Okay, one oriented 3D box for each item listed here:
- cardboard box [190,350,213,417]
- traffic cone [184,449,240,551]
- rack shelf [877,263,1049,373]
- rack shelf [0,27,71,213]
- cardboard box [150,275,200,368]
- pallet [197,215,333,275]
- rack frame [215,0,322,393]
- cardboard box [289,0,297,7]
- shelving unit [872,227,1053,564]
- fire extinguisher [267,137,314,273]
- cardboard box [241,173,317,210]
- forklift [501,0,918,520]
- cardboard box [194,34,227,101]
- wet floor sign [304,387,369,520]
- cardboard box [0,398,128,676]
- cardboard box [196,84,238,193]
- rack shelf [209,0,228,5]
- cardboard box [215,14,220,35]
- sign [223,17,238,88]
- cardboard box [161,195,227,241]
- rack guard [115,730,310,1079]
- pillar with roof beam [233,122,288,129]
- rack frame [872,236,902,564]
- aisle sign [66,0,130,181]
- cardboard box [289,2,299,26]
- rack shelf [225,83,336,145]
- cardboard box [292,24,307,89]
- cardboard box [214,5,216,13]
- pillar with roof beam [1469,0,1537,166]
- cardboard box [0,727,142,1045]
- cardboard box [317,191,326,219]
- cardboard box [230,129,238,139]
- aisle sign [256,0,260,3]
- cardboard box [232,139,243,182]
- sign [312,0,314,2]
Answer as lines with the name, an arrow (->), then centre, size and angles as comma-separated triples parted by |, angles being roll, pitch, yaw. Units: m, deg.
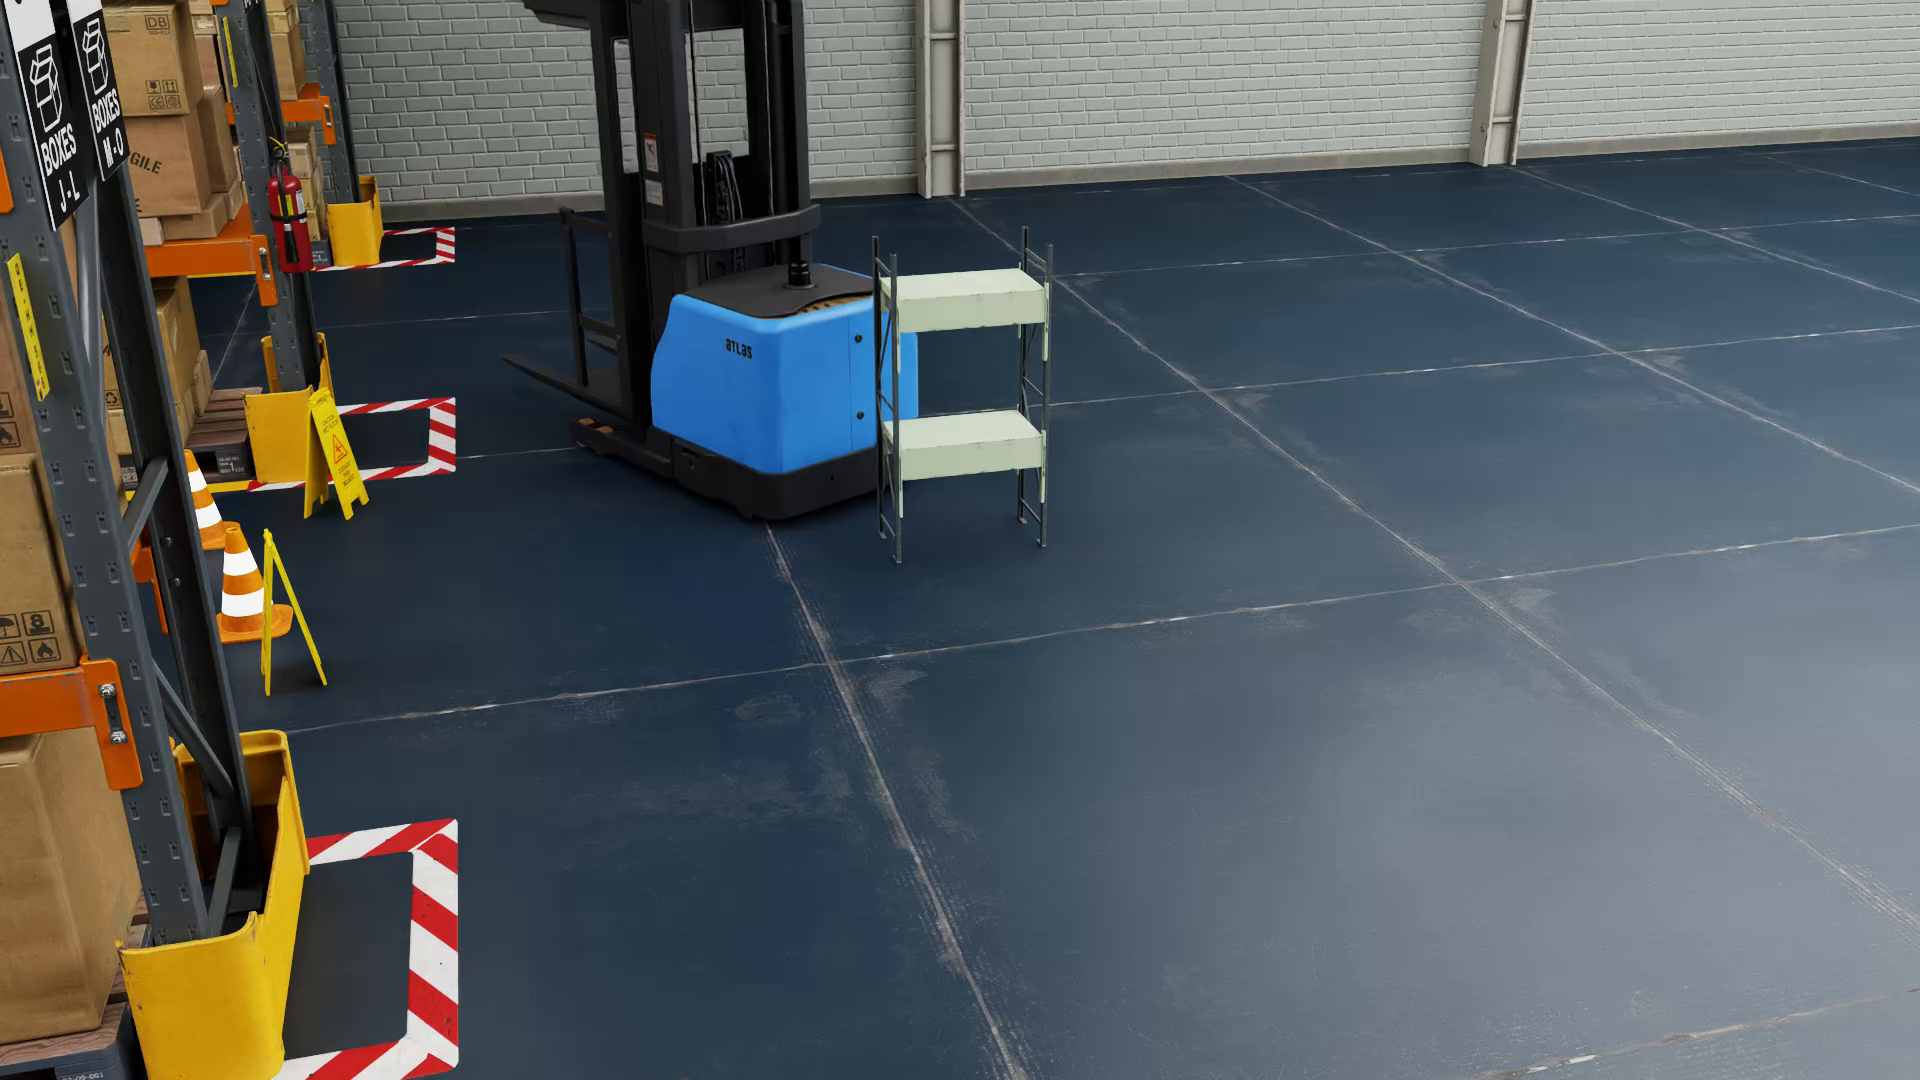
cardboard box -> -4.551, -0.870, 9.428 | 0.500, 0.250, 0.500 | -7, 24, -15
traffic cone -> -3.766, -0.220, 8.176 | 0.334, 0.463, 0.336 | -6, 24, -14
rack shelf -> 0.006, -1.049, 7.802 | 0.720, 0.370, 0.431 | -6, 24, -14
rack shelf -> -4.191, -0.888, 3.623 | 4.000, 0.370, 1.077 | -6, 24, -14
cardboard box -> -4.574, -1.212, 9.274 | 0.500, 0.500, 0.500 | -7, 24, -16
pallet -> -5.770, -2.427, 13.638 | 1.213, 0.211, 1.003 | -6, 24, -14
rack frame -> -3.700, -1.921, 8.924 | 0.127, 3.000, 1.000 | -6, 24, -14
cardboard box -> -5.426, -4.332, 13.214 | 0.250, 0.149, 0.380 | -7, 24, -15
shelving unit -> 0.006, -0.690, 7.956 | 0.755, 1.500, 0.431 | -6, 24, -14
fire extinguisher -> -3.465, -1.723, 8.560 | 0.183, 0.674, 0.296 | -6, 24, -14
cardboard box -> -5.429, -2.794, 13.278 | 0.500, 0.250, 0.500 | -7, 24, -15
forklift -> -1.579, -1.941, 9.056 | 1.130, 2.935, 3.031 | -20, 30, -39
cardboard box -> -5.949, -3.648, 12.820 | 0.500, 0.500, 0.500 | -6, 24, -13
wet floor sign -> -3.228, -0.454, 8.489 | 0.232, 0.644, 0.267 | 2, 23, 4
cardboard box -> -2.611, -0.065, 4.407 | 0.550, 0.550, 0.875 | -6, 24, -14
cardboard box -> -4.231, -2.159, 8.973 | 0.500, 0.500, 0.500 | -7, 24, -15
rack shelf -> -5.626, -2.756, 7.978 | 4.000, 0.370, 1.077 | -6, 24, -14
cardboard box -> -5.541, -3.968, 12.744 | 0.250, 0.149, 0.380 | -6, 24, -14
sign -> -3.569, -2.386, 8.137 | 0.005, 0.325, 0.100 | -6, 24, -14
cardboard box -> -4.002, -1.685, 8.691 | 0.250, 0.149, 0.380 | -5, 24, -13
rack guard -> -2.243, 1.093, 5.068 | 0.348, 0.500, 1.175 | -6, 24, -14
pillar with roof beam -> -4.795, -5.196, 8.948 | 0.400, 9.000, 9.100 | -6, 24, -14
rack frame -> -0.346, -0.651, 7.865 | 0.023, 1.500, 0.400 | -6, 24, -14
aisle sign -> -2.278, -1.369, 4.340 | 0.004, 0.787, 0.394 | -6, 24, -14
cardboard box -> -5.441, -4.212, 13.313 | 0.250, 0.149, 0.380 | -7, 24, -16
rack shelf -> -6.970, -3.262, 12.960 | 4.000, 0.370, 1.077 | -6, 24, -14
cardboard box -> -5.597, -3.904, 13.418 | 0.500, 0.500, 0.500 | -6, 24, -13
cardboard box -> -5.562, -4.130, 12.745 | 0.250, 0.149, 0.380 | -6, 24, -14
pillar with roof beam -> 6.758, -6.474, 11.926 | 0.400, 9.000, 9.100 | -6, 24, -14
cardboard box -> -2.901, 0.828, 4.679 | 0.875, 0.875, 0.875 | -6, 24, -14
cardboard box -> -5.570, -2.757, 13.825 | 0.500, 0.250, 0.500 | -6, 24, -14
cardboard box -> -6.039, -3.161, 13.498 | 0.500, 0.250, 0.500 | -6, 24, -14
aisle sign -> -3.724, -3.240, 8.701 | 0.004, 0.787, 0.394 | -6, 24, -14
cardboard box -> -5.894, -2.970, 13.055 | 0.500, 0.250, 0.500 | -6, 24, -13
sign -> -4.911, -4.239, 12.556 | 0.005, 0.325, 0.100 | -6, 24, -14
